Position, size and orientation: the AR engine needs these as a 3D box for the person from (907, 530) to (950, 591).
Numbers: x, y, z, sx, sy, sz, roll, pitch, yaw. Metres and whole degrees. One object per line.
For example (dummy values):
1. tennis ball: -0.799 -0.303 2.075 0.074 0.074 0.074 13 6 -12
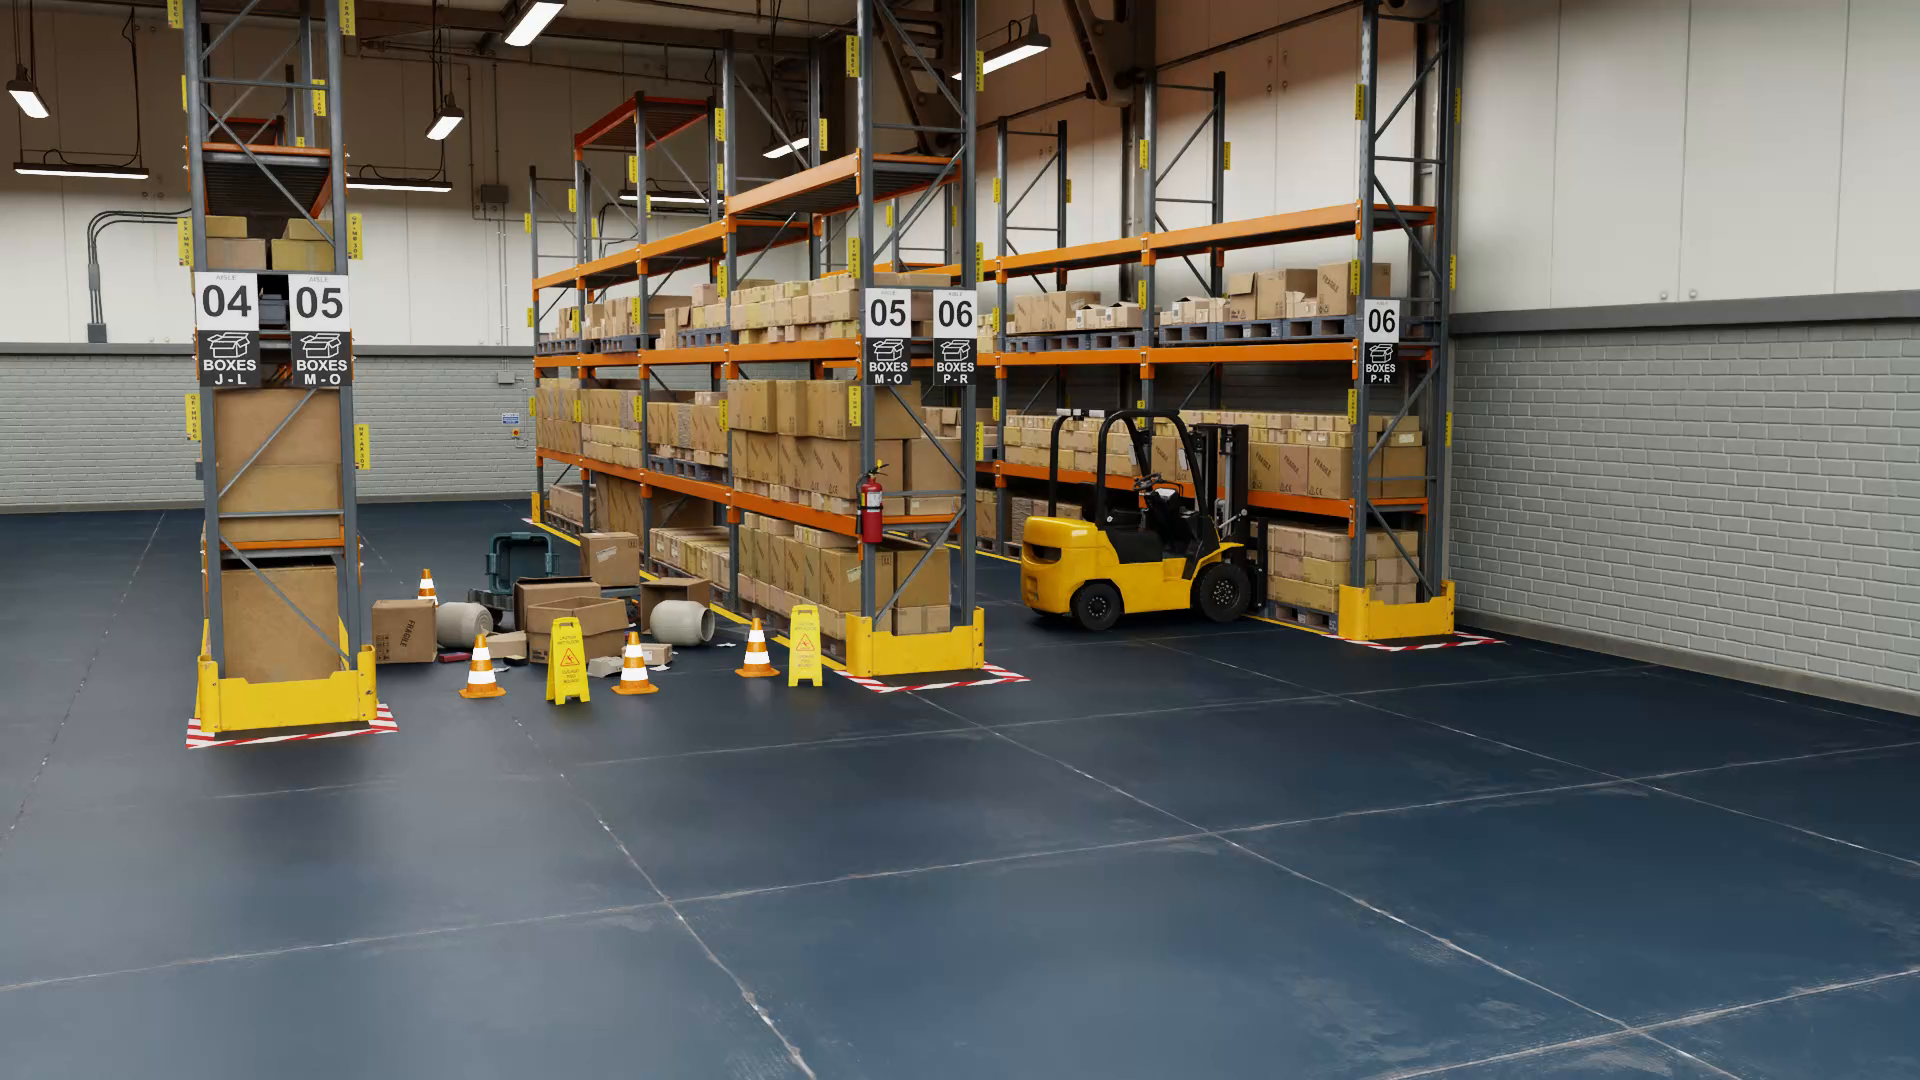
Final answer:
1. person: -0.386 -0.130 18.535 0.409 1.546 0.956 -3 6 -24
